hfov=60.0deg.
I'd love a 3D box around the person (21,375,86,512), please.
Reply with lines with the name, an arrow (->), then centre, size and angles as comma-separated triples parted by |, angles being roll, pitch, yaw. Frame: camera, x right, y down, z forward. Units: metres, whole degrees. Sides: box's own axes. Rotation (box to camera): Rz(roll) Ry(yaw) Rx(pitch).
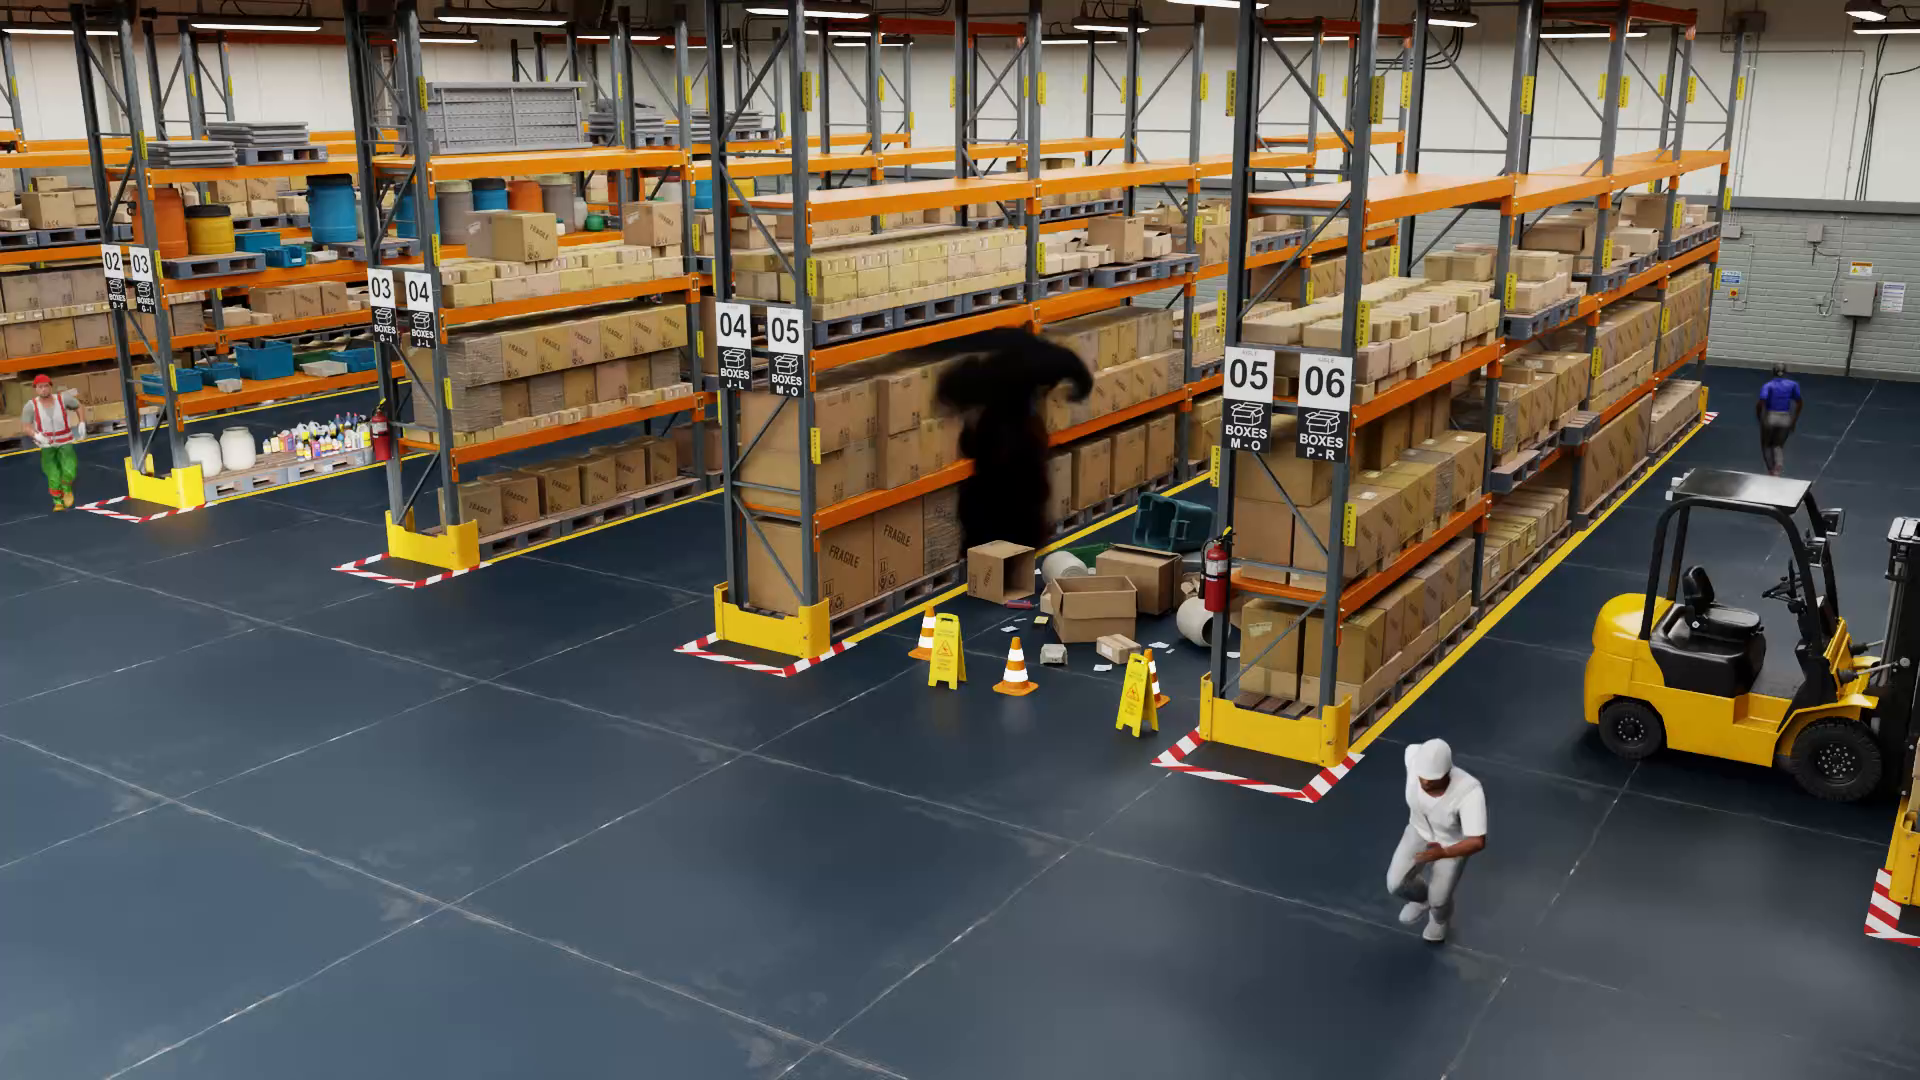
person -> -10.900, -1.149, 20.073 | 0.685, 1.727, 0.753 | -8, 17, -27

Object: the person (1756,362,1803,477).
person -> 10.664, -1.496, 21.678 | 0.569, 1.582, 0.572 | 3, 16, 11

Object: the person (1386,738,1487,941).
person -> 2.847, 1.794, 9.890 | 0.689, 1.520, 1.016 | 13, 20, 38

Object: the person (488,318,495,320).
person -> -7.937, -3.619, 28.965 | 0.715, 1.806, 0.878 | 12, 20, 38
